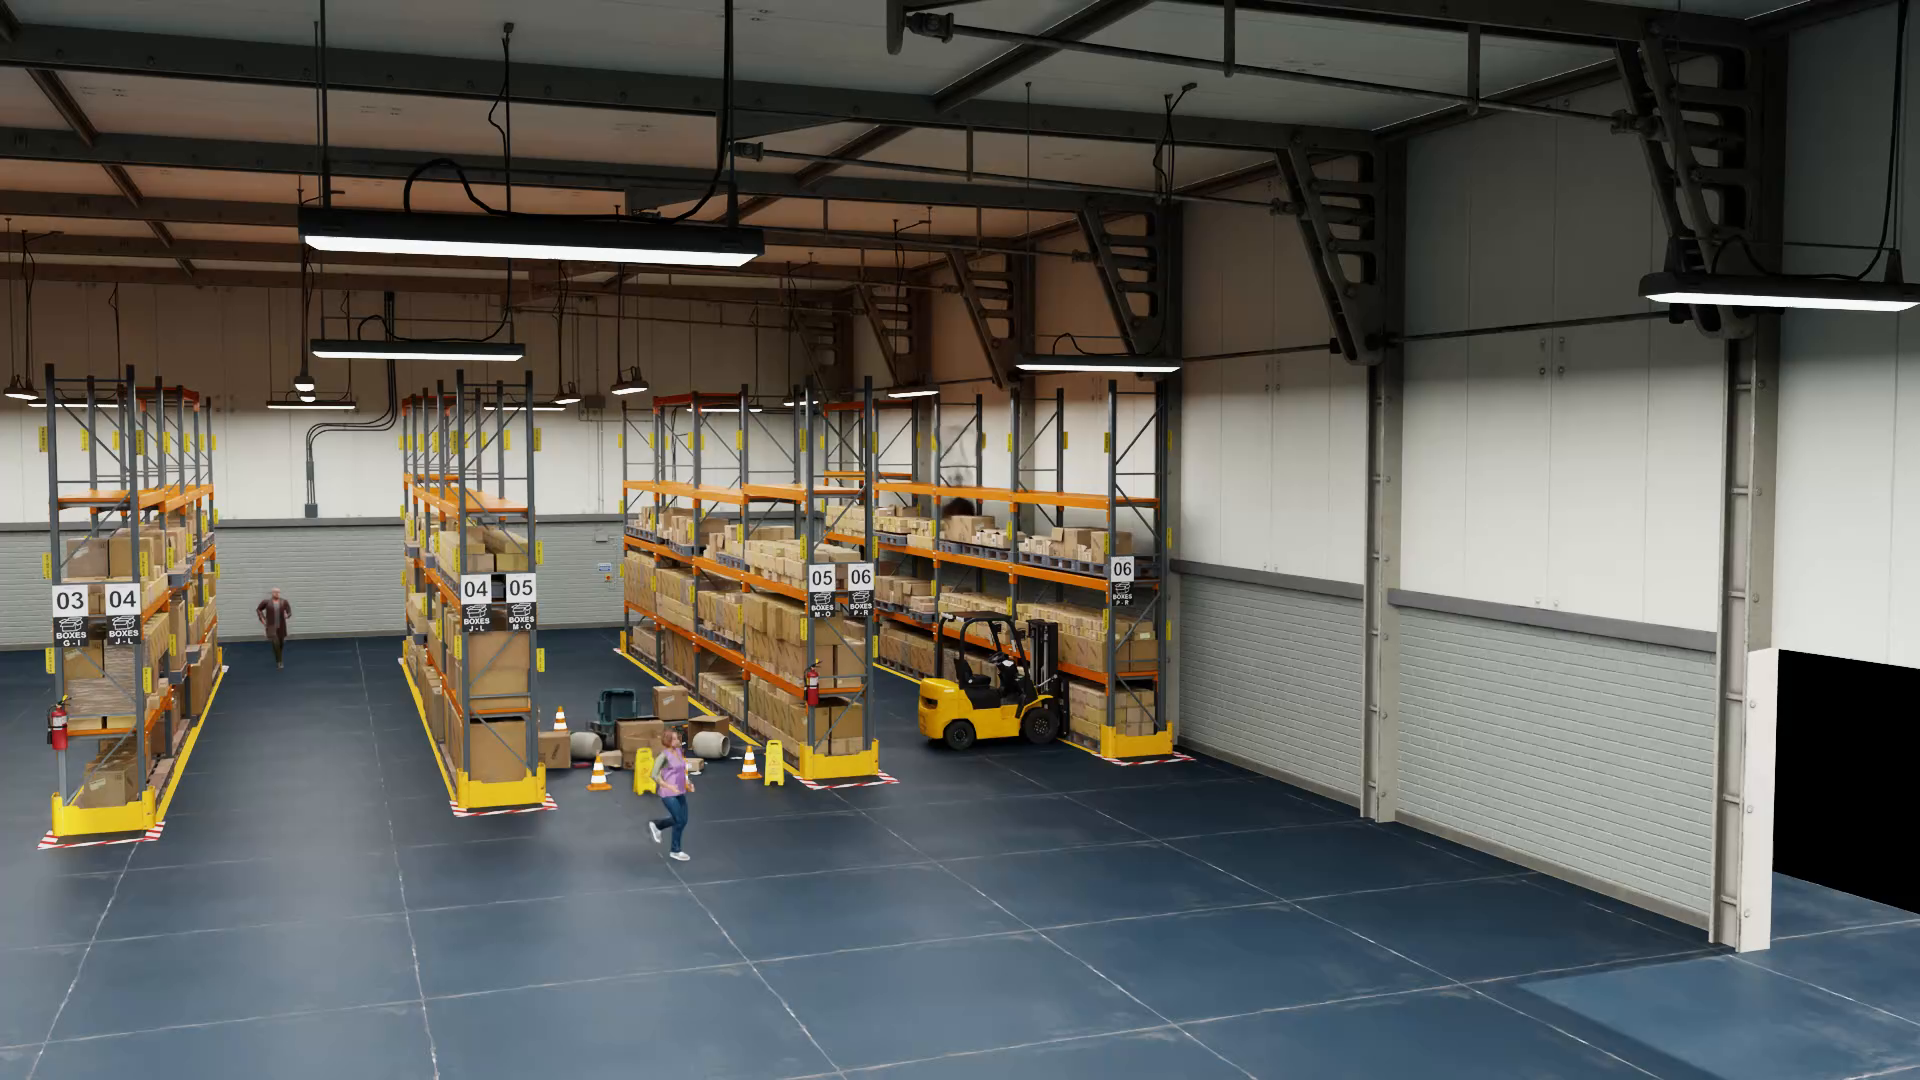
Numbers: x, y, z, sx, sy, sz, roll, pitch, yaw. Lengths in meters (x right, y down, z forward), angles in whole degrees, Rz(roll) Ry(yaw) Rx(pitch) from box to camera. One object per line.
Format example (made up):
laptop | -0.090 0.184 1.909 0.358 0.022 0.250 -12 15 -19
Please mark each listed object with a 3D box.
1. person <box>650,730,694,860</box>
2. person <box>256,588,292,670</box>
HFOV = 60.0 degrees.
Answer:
person | -3.523 3.067 20.027 0.582 1.559 0.540 1 4 24
person | -15.260 1.947 37.056 0.713 1.782 1.052 -3 4 -38
